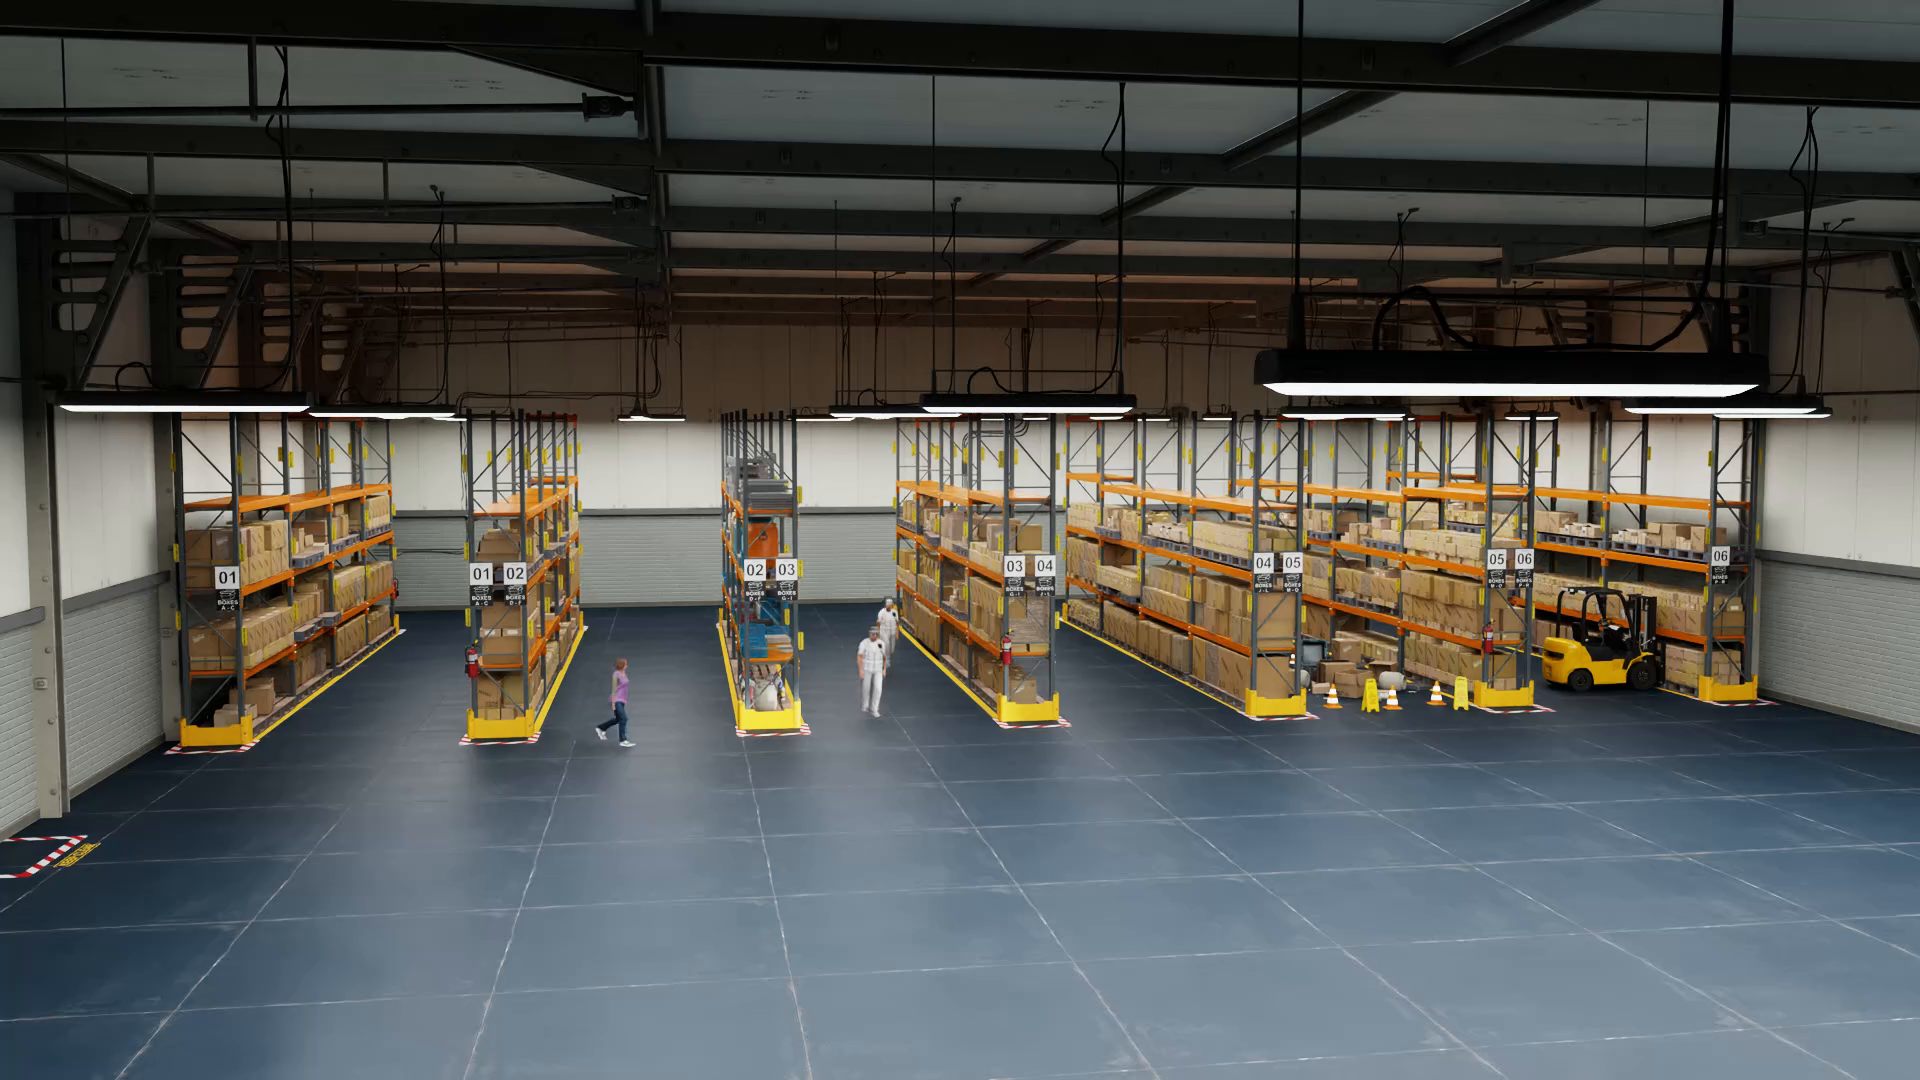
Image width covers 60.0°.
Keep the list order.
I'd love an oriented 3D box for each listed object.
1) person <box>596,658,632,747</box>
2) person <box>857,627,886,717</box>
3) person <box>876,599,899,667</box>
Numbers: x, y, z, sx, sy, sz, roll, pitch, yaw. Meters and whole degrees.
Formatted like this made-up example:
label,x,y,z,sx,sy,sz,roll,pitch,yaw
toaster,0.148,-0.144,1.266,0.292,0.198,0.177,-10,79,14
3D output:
label,x,y,z,sx,sy,sz,roll,pitch,yaw
person,-6.151,2.866,29.589,0.811,1.557,0.426,1,4,16
person,-1.728,2.596,32.789,0.609,1.782,0.719,-1,4,-17
person,-1.614,2.084,37.683,0.533,1.505,1.031,-2,4,-26
